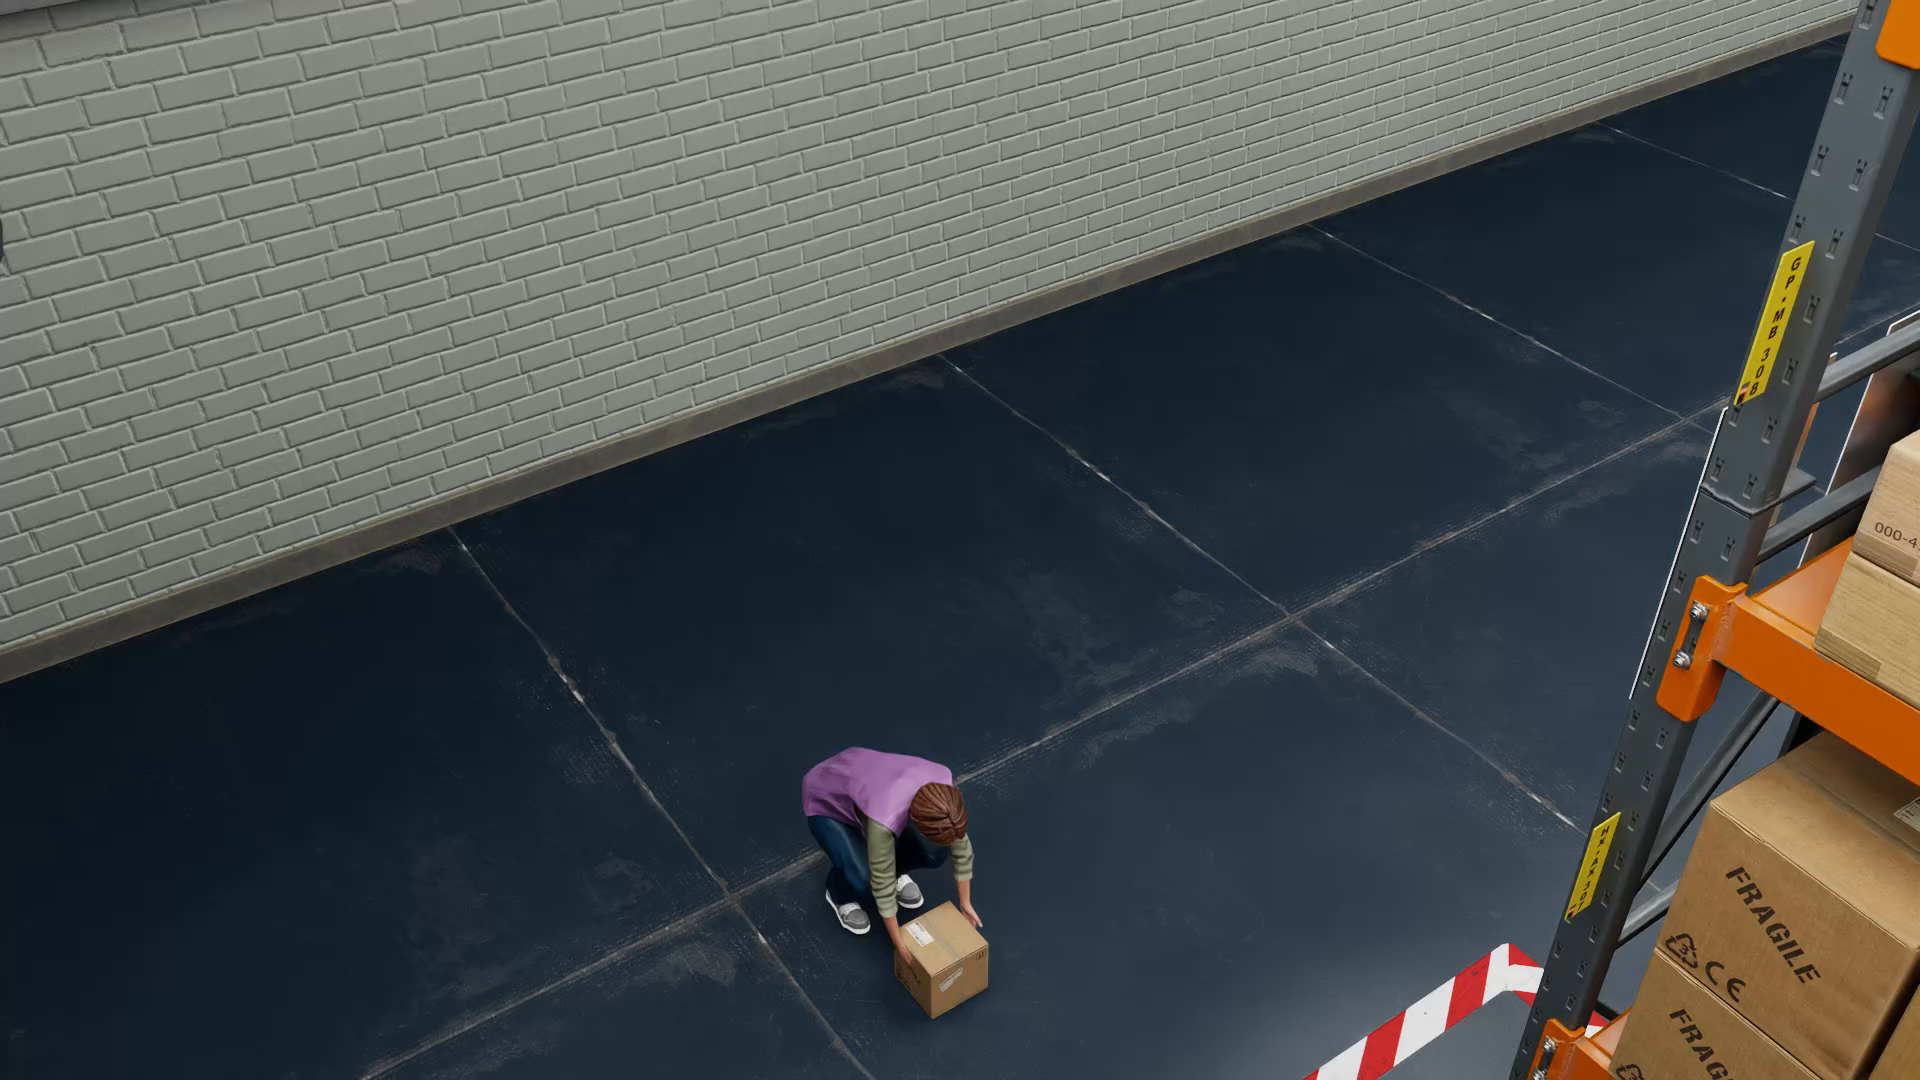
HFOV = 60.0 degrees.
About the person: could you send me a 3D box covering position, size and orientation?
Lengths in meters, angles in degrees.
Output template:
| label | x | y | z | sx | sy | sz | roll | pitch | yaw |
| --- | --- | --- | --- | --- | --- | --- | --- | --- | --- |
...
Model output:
| label | x | y | z | sx | sy | sz | roll | pitch | yaw |
| --- | --- | --- | --- | --- | --- | --- | --- | --- | --- |
| person | -0.264 | 1.093 | 6.144 | 0.444 | 0.886 | 0.795 | -23 | 43 | -28 |
